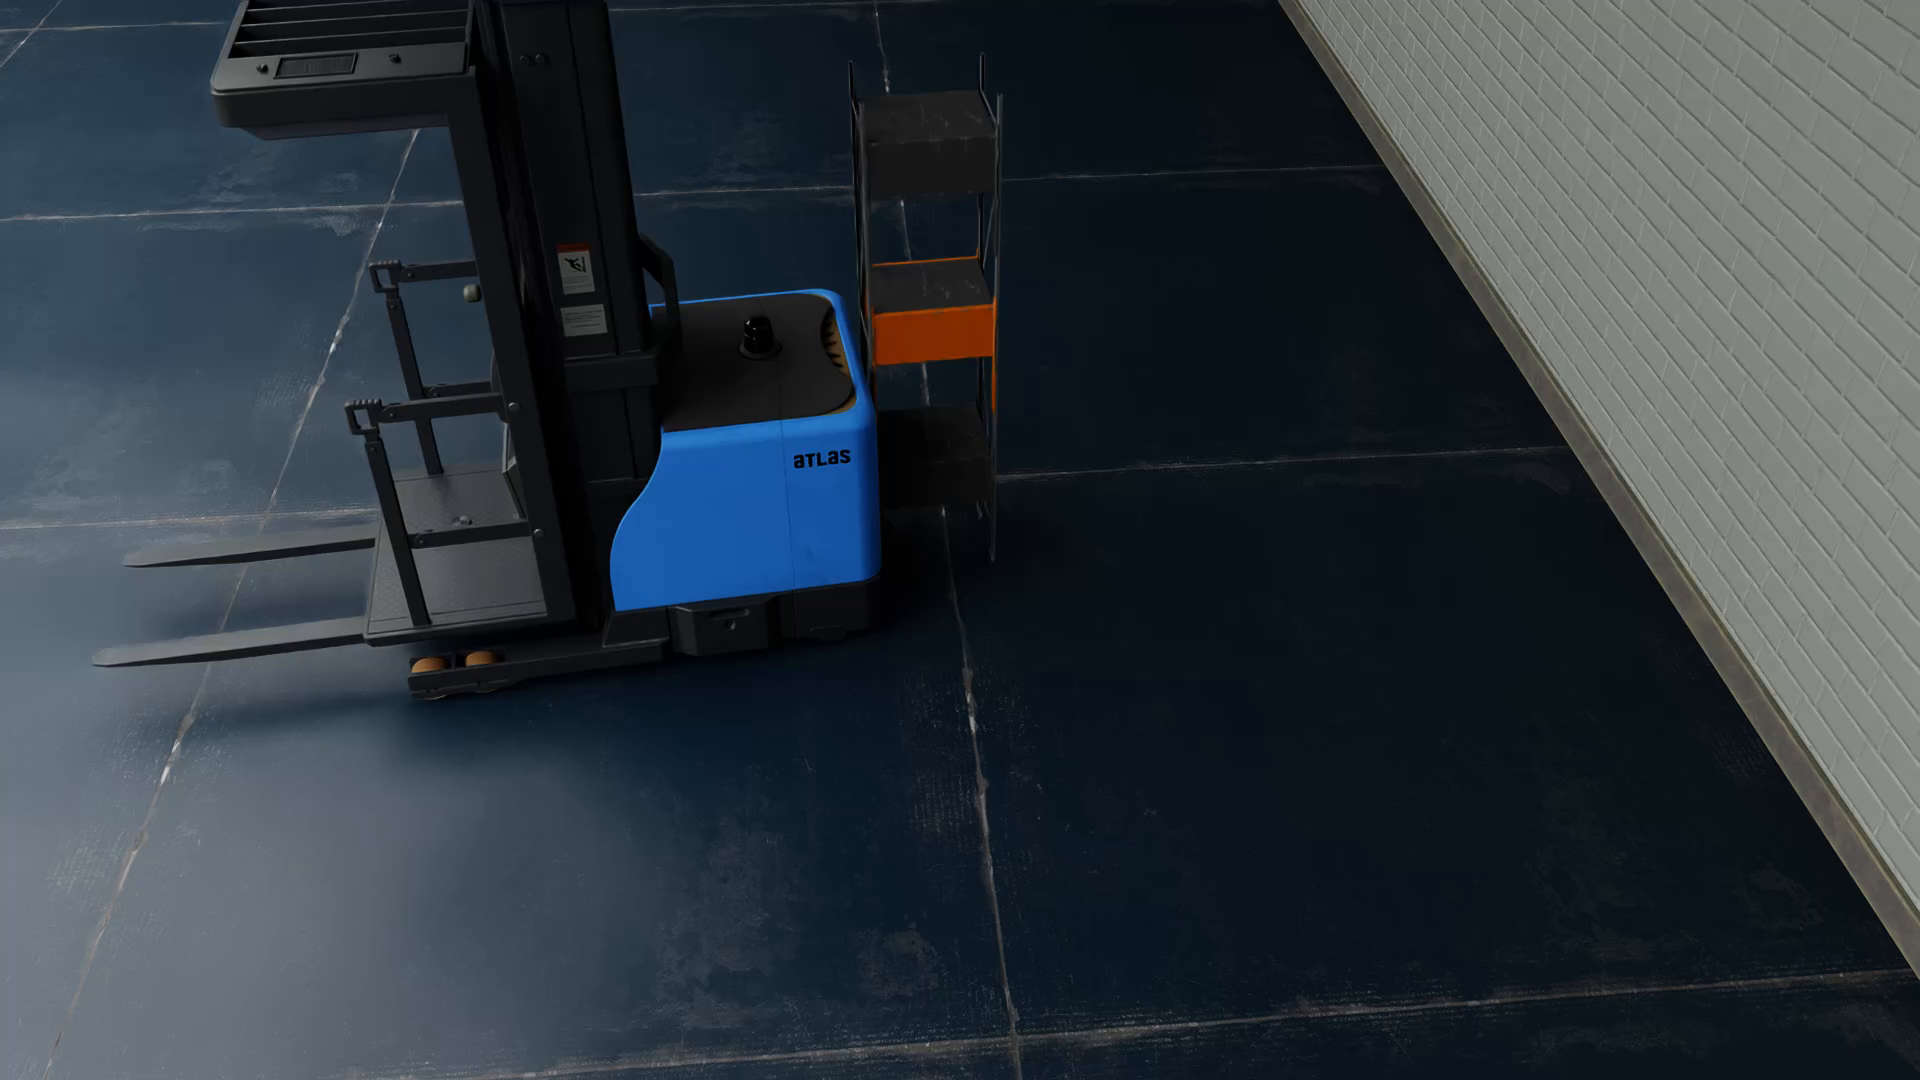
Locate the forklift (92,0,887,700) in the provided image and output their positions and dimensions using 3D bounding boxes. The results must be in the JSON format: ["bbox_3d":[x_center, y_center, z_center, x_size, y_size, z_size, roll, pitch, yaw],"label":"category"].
[{"bbox_3d":[-1.866,-0.887,6.009,3.031,2.935,1.130,-7,39,-9],"label":"forklift"}]

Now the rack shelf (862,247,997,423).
[{"bbox_3d":[-0.129,-0.816,6.612,0.480,0.518,0.431,-6,39,-7],"label":"rack shelf"}]

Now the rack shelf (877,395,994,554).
[{"bbox_3d":[-0.129,-0.267,7.045,0.480,0.518,0.431,-6,39,-7],"label":"rack shelf"}]

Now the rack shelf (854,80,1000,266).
[{"bbox_3d":[-0.129,-1.366,6.178,0.480,0.518,0.431,-6,39,-7],"label":"rack shelf"}]

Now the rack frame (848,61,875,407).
[{"bbox_3d":[-0.370,-0.803,6.573,0.015,2.100,0.400,-6,39,-7],"label":"rack frame"}]

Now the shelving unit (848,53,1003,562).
[{"bbox_3d":[-0.129,-0.827,6.603,0.503,2.100,0.431,-6,39,-7],"label":"shelving unit"}]

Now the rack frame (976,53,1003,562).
[{"bbox_3d":[0.112,-0.851,6.633,0.015,2.100,0.400,-6,39,-7],"label":"rack frame"}]
